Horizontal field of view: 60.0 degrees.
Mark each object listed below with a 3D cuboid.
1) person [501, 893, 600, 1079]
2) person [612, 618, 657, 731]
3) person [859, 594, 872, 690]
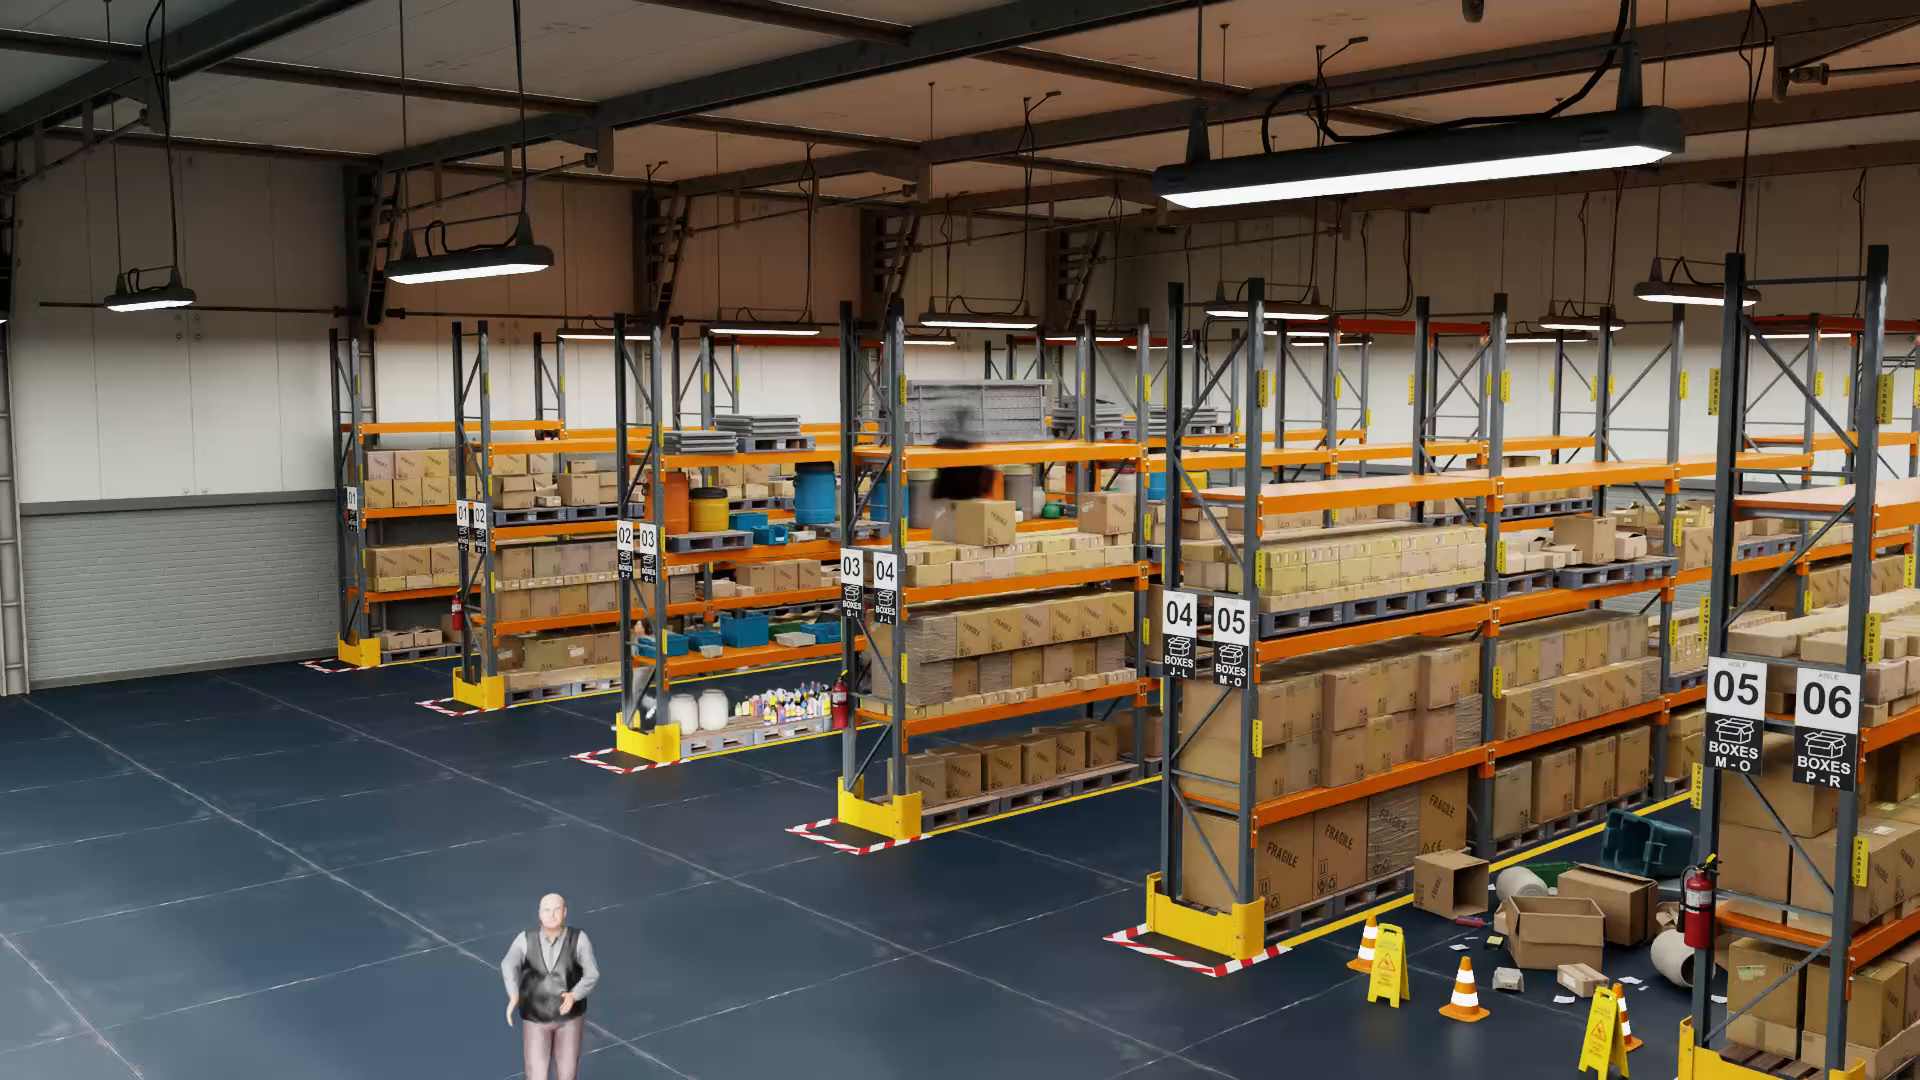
[{"bbox_3d":[-2.748,3.225,11.178,0.643,1.678,0.571,-1,6,-14],"label":"person"},{"bbox_3d":[-4.726,1.957,24.342,0.856,1.609,0.583,-4,7,-37],"label":"person"},{"bbox_3d":[-1.607,1.637,27.113,0.652,1.718,0.653,4,7,35],"label":"person"}]
